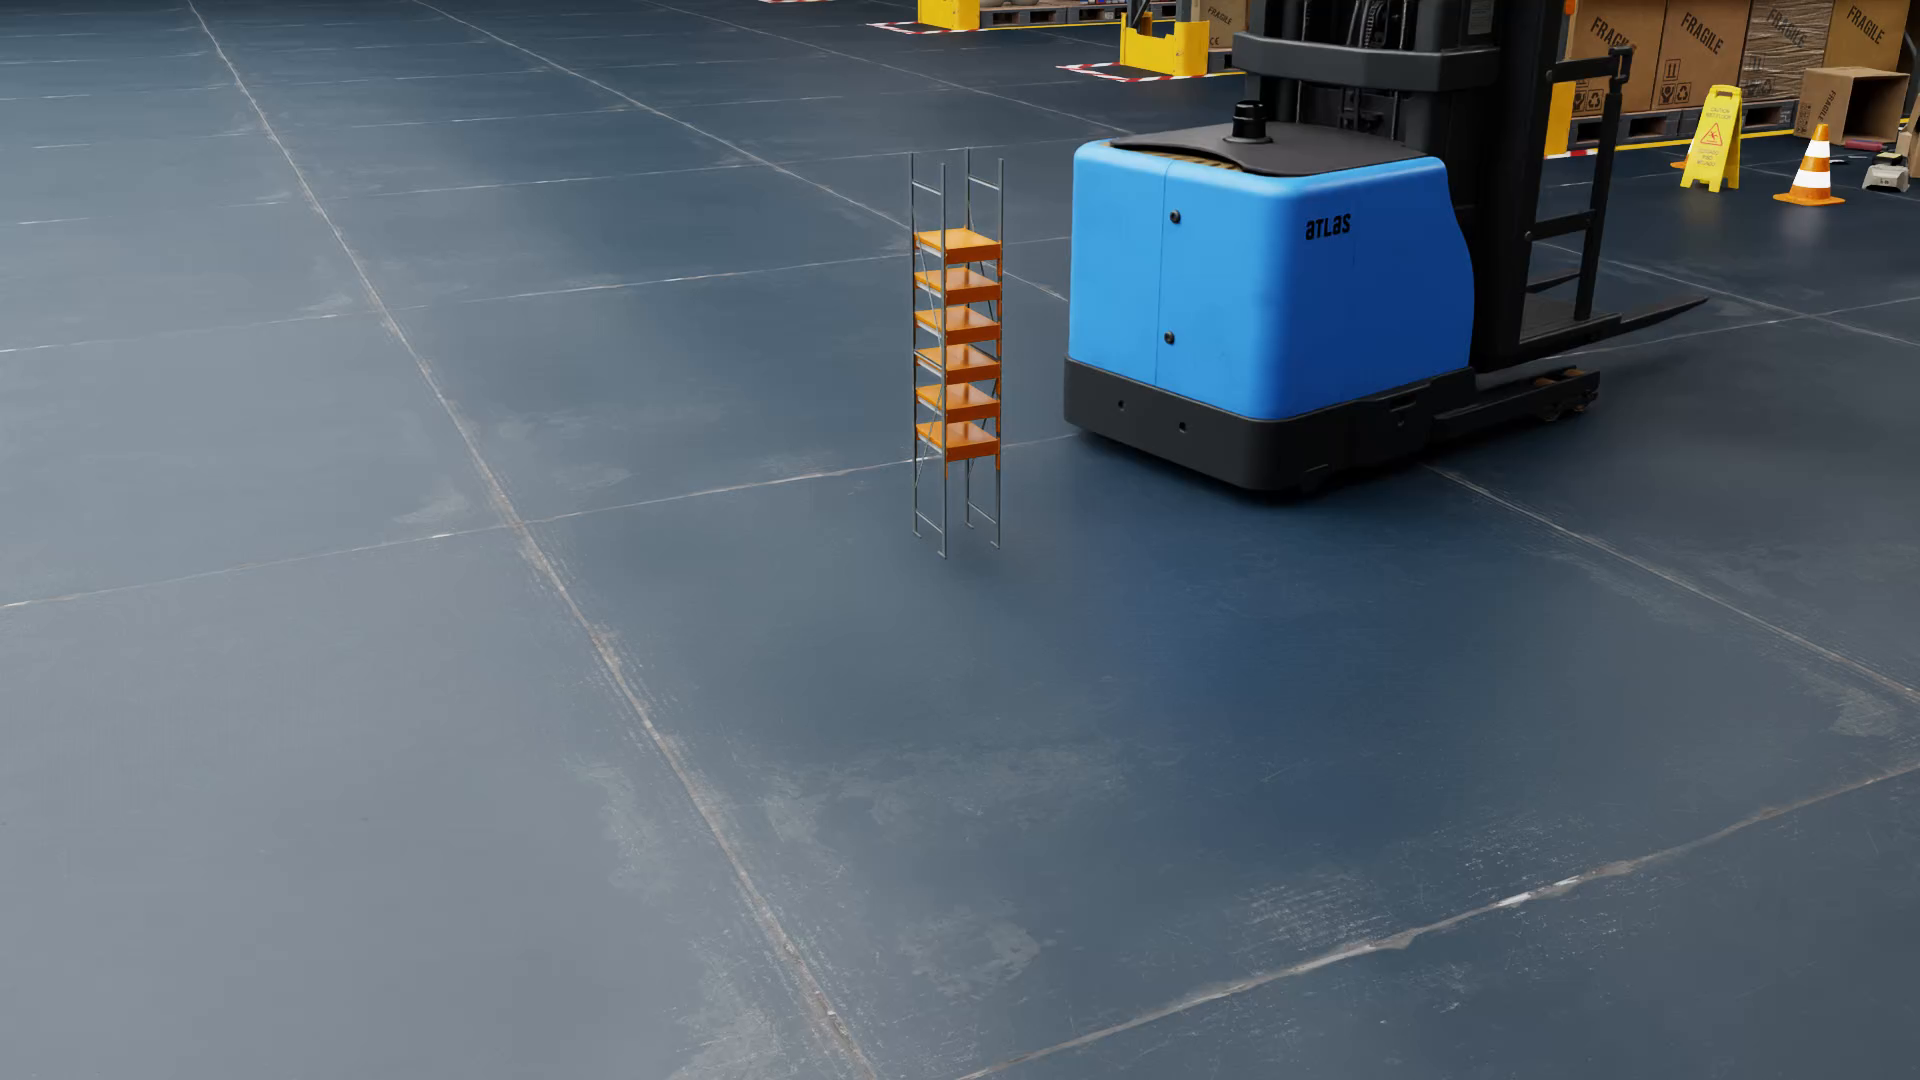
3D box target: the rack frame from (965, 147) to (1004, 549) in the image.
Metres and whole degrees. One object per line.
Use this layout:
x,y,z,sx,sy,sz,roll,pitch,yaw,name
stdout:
0.069,-0.567,5.051,0.006,1.200,0.240,-10,25,-24,rack frame

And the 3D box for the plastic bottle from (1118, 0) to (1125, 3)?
2.062,-6.978,21.270,0.097,0.201,0.097,0,22,0,plastic bottle

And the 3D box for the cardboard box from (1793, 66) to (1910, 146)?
6.663,-3.250,12.445,0.500,0.500,0.500,-6,23,-14,cardboard box

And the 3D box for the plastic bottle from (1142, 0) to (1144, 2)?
2.341,-7.076,21.408,0.135,0.276,0.152,-10,24,-23,plastic bottle

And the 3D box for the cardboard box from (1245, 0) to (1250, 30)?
3.046,-5.326,16.913,0.500,0.500,0.500,-4,23,-10,cardboard box

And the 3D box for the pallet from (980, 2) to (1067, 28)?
0.587,-6.658,21.059,1.213,0.211,1.003,-10,25,-24,pallet

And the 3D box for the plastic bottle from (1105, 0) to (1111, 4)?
1.882,-6.978,21.177,0.097,0.271,0.097,0,22,0,plastic bottle

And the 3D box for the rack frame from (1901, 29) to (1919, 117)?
7.617,-5.015,13.444,0.127,3.000,1.000,-10,25,-24,rack frame

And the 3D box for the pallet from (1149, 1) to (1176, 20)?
2.786,-7.063,22.036,1.213,0.211,1.003,-10,25,-24,pallet

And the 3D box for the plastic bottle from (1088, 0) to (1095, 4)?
1.667,-6.906,21.094,0.097,0.201,0.097,0,22,0,plastic bottle

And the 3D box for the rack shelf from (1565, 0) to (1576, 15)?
5.815,-4.351,12.780,4.000,0.370,1.077,-10,25,-24,rack shelf

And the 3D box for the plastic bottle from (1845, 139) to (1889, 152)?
6.612,-2.868,12.100,0.283,0.061,0.133,20,30,40,plastic bottle

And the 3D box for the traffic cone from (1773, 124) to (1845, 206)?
5.291,-2.332,10.280,0.334,0.463,0.336,-10,25,-24,traffic cone

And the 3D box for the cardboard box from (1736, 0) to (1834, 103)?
6.209,-3.997,13.212,0.875,0.875,0.875,-10,25,-23,cardboard box

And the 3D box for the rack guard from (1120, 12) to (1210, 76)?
2.021,-4.935,16.519,0.348,0.500,1.175,-10,25,-24,rack guard

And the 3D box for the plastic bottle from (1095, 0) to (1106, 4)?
1.785,-6.958,21.113,0.133,0.283,0.061,-10,25,-23,plastic bottle

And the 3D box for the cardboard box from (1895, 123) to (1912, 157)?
6.867,-2.832,11.745,0.258,0.266,0.396,-6,23,-14,cardboard box

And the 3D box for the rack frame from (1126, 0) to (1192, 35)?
1.953,-6.078,16.011,0.127,3.000,1.000,-10,25,-24,rack frame

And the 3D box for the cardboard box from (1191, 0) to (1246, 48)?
2.523,-5.215,16.645,0.500,0.500,0.500,-6,23,-14,cardboard box

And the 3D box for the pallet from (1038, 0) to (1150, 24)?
1.685,-6.859,21.544,1.213,0.211,1.003,-10,25,-24,pallet

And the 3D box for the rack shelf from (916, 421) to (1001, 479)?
-0.013,-0.289,5.124,0.180,0.103,0.258,-10,25,-24,rack shelf

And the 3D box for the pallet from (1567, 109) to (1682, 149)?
4.699,-3.223,12.760,1.213,0.211,1.003,-10,25,-24,pallet

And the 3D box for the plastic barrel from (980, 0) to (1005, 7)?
0.364,-6.965,20.857,0.421,0.512,0.421,0,22,0,plastic barrel

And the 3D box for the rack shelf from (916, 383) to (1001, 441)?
-0.013,-0.400,5.078,0.180,0.103,0.258,-10,25,-24,rack shelf

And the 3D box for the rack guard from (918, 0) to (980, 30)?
-0.147,-6.659,20.682,0.348,0.500,1.175,-10,25,-24,rack guard

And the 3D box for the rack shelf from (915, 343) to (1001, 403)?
-0.013,-0.511,5.032,0.180,0.103,0.258,-10,25,-24,rack shelf

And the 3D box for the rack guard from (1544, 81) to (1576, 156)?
3.991,-3.193,12.309,0.348,0.500,1.175,-10,25,-24,rack guard

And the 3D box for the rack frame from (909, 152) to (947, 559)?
-0.095,-0.537,4.978,0.006,1.200,0.240,-10,25,-24,rack frame

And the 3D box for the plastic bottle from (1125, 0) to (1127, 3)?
2.155,-7.028,21.298,0.097,0.271,0.097,0,22,0,plastic bottle

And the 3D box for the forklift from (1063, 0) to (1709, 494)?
1.854,-1.946,6.118,3.031,2.935,1.130,-17,28,-35,forklift

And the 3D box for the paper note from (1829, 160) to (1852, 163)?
6.124,-2.647,11.607,0.142,0.017,0.144,-2,23,-5,paper note

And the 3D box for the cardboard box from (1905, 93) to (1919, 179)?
6.735,-2.673,11.049,0.797,0.503,0.637,10,24,22,cardboard box

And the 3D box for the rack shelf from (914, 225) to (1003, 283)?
-0.013,-0.844,4.894,0.180,0.103,0.258,-10,25,-24,rack shelf

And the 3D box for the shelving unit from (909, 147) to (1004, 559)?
-0.013,-0.552,5.015,0.189,1.200,0.258,-10,25,-24,shelving unit

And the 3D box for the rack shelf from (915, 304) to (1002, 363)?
-0.013,-0.622,4.986,0.180,0.103,0.258,-10,25,-24,rack shelf

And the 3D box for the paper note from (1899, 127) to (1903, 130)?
7.404,-3.220,12.988,0.147,0.020,0.142,10,24,22,paper note

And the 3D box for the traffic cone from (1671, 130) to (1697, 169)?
5.107,-2.778,11.357,0.334,0.463,0.336,-10,25,-24,traffic cone

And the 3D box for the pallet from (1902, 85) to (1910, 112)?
8.280,-3.881,14.349,1.213,0.211,1.003,-10,25,-24,pallet

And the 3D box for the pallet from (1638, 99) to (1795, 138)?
5.797,-3.424,13.245,1.213,0.211,1.003,-10,25,-24,pallet

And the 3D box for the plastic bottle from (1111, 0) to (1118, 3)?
1.972,-6.994,21.217,0.097,0.271,0.097,0,22,0,plastic bottle

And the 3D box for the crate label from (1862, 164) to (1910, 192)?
5.972,-2.334,10.709,0.250,0.136,0.298,15,27,31,crate label

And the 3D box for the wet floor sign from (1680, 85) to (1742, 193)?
4.845,-2.577,10.631,0.232,0.644,0.267,-15,27,-33,wet floor sign

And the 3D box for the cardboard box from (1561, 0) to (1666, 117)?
4.595,-3.699,12.494,0.875,0.875,0.875,-10,25,-23,cardboard box

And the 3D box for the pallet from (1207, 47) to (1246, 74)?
2.768,-4.925,16.871,1.213,0.211,1.003,-10,25,-24,pallet

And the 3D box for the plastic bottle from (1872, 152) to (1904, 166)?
6.473,-2.657,11.588,0.133,0.061,0.283,20,30,40,plastic bottle

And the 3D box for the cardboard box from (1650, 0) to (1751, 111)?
5.387,-3.846,12.848,0.875,0.875,0.875,-11,25,-24,cardboard box

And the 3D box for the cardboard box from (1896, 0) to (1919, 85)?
8.137,-4.304,14.118,0.750,0.750,1.050,-11,25,-24,cardboard box

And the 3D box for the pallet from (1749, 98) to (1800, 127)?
6.898,-3.628,13.738,1.213,0.211,1.003,-10,25,-24,pallet

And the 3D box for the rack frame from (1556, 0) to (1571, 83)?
4.013,-4.352,11.841,0.127,3.000,1.000,-10,25,-24,rack frame

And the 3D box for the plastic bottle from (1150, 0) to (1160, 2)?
2.490,-7.136,21.456,0.185,0.351,0.144,-11,25,-24,plastic bottle

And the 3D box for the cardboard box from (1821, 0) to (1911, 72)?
7.020,-4.147,13.576,0.875,0.875,0.875,-10,25,-23,cardboard box

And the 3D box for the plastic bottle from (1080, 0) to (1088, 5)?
1.573,-6.921,21.039,0.097,0.271,0.097,0,22,0,plastic bottle

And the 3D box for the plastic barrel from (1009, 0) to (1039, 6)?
0.816,-7.048,21.058,0.421,0.512,0.421,0,22,0,plastic barrel

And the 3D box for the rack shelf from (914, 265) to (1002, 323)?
-0.013,-0.733,4.940,0.180,0.103,0.258,-10,25,-24,rack shelf
